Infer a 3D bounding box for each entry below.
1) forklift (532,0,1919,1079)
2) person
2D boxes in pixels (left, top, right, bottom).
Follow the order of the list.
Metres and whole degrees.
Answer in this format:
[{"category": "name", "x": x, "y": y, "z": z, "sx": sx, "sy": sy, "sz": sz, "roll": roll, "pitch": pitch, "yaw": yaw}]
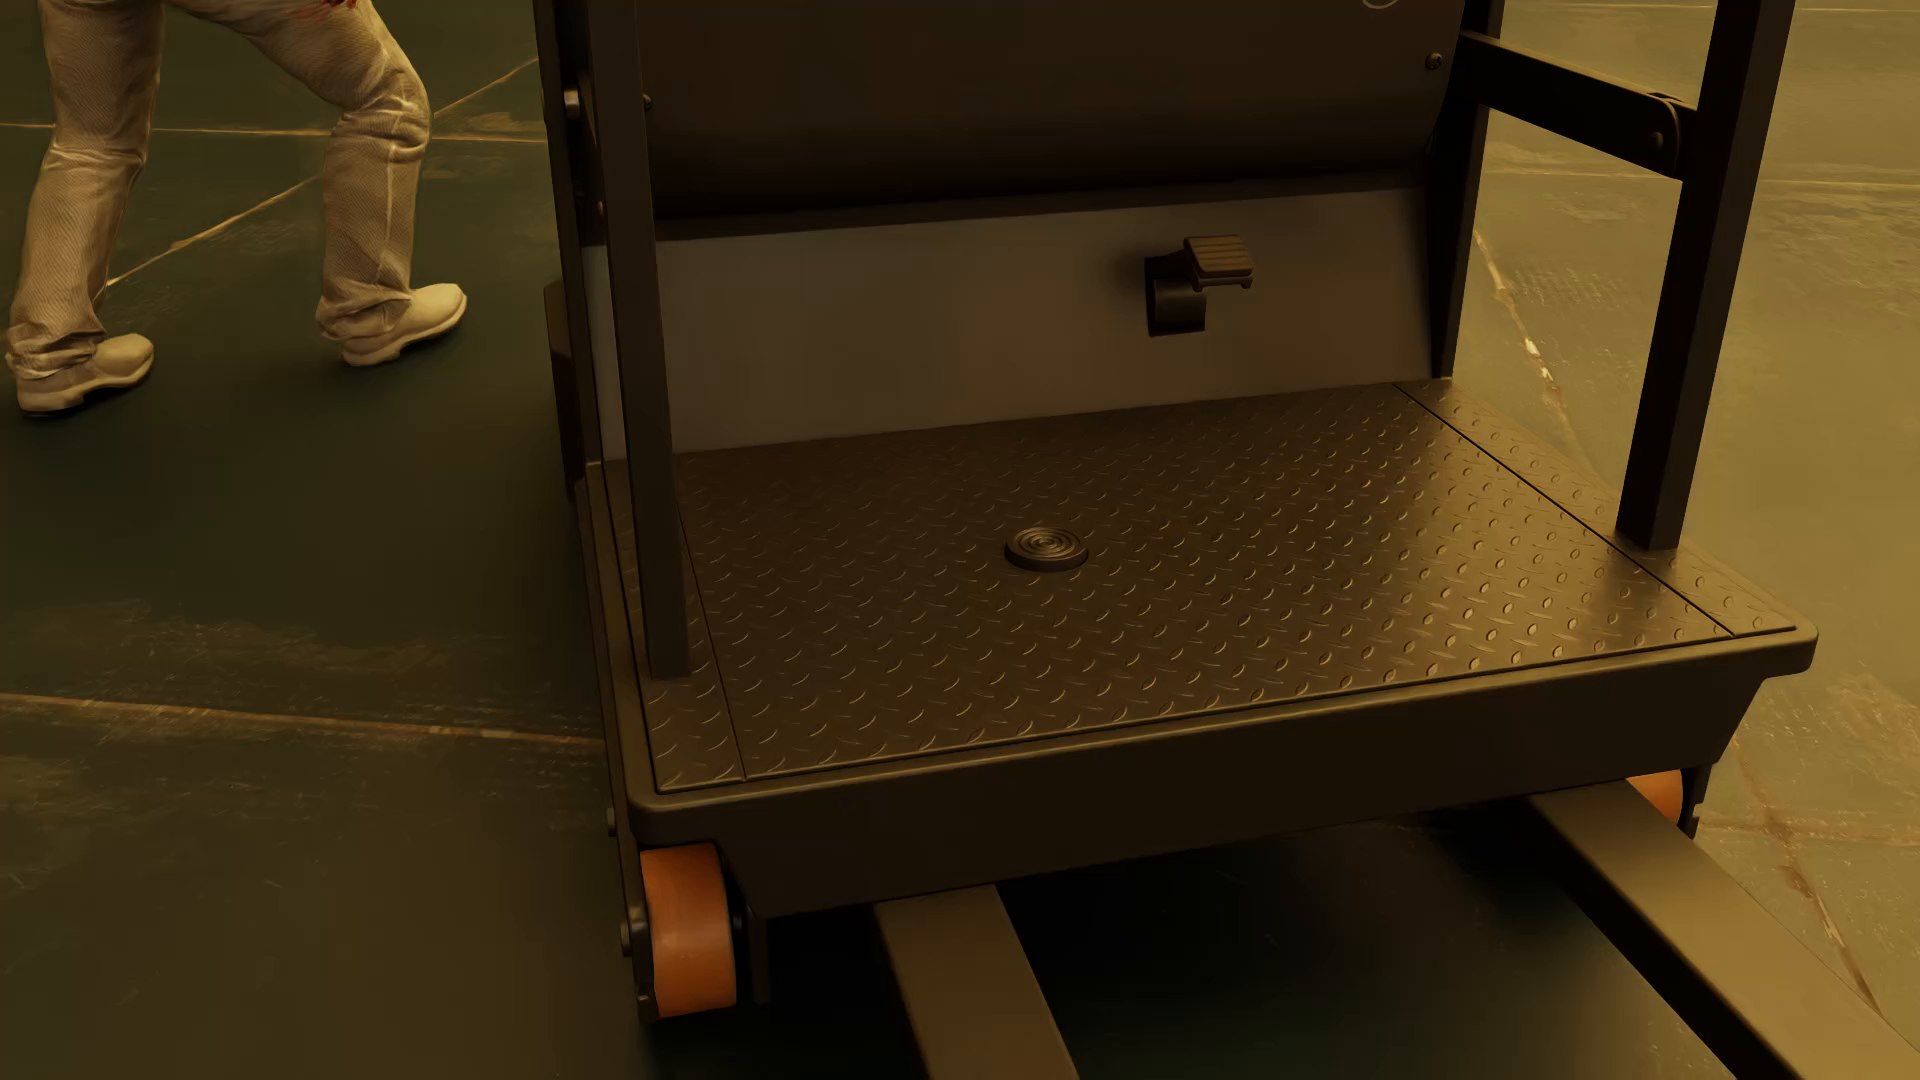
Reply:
[{"category": "forklift", "x": 0.153, "y": -1.049, "z": 1.319, "sx": 1.130, "sy": 2.935, "sz": 3.031, "roll": -7, "pitch": 27, "yaw": -13}, {"category": "person", "x": -1.277, "y": -1.082, "z": 2.798, "sx": 0.703, "sy": 1.686, "sz": 0.788, "roll": 7, "pitch": 27, "yaw": 14}]
